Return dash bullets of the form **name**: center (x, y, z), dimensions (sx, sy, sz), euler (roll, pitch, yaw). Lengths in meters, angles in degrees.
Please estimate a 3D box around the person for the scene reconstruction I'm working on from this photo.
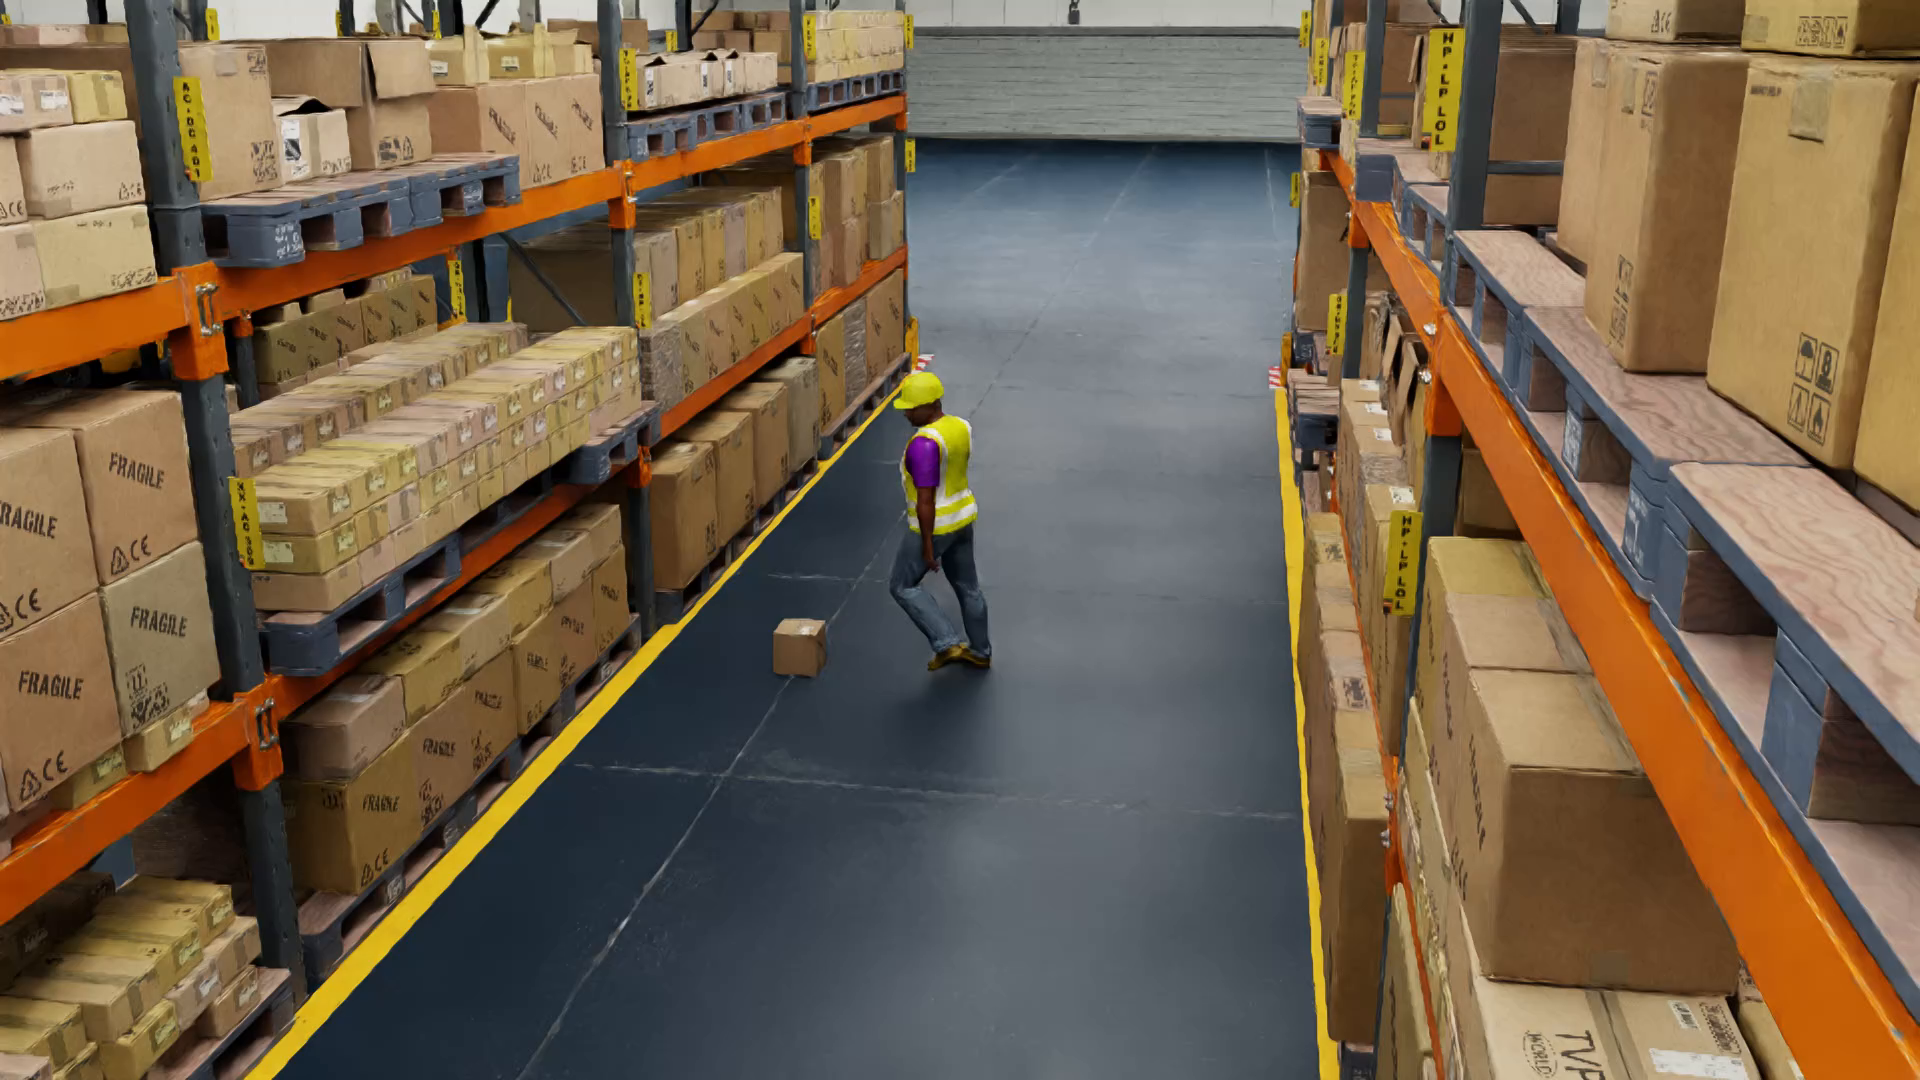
- **person**: center (-0.109, -0.095, 9.311), dimensions (0.484, 1.748, 0.671), euler (13, 22, 34)
